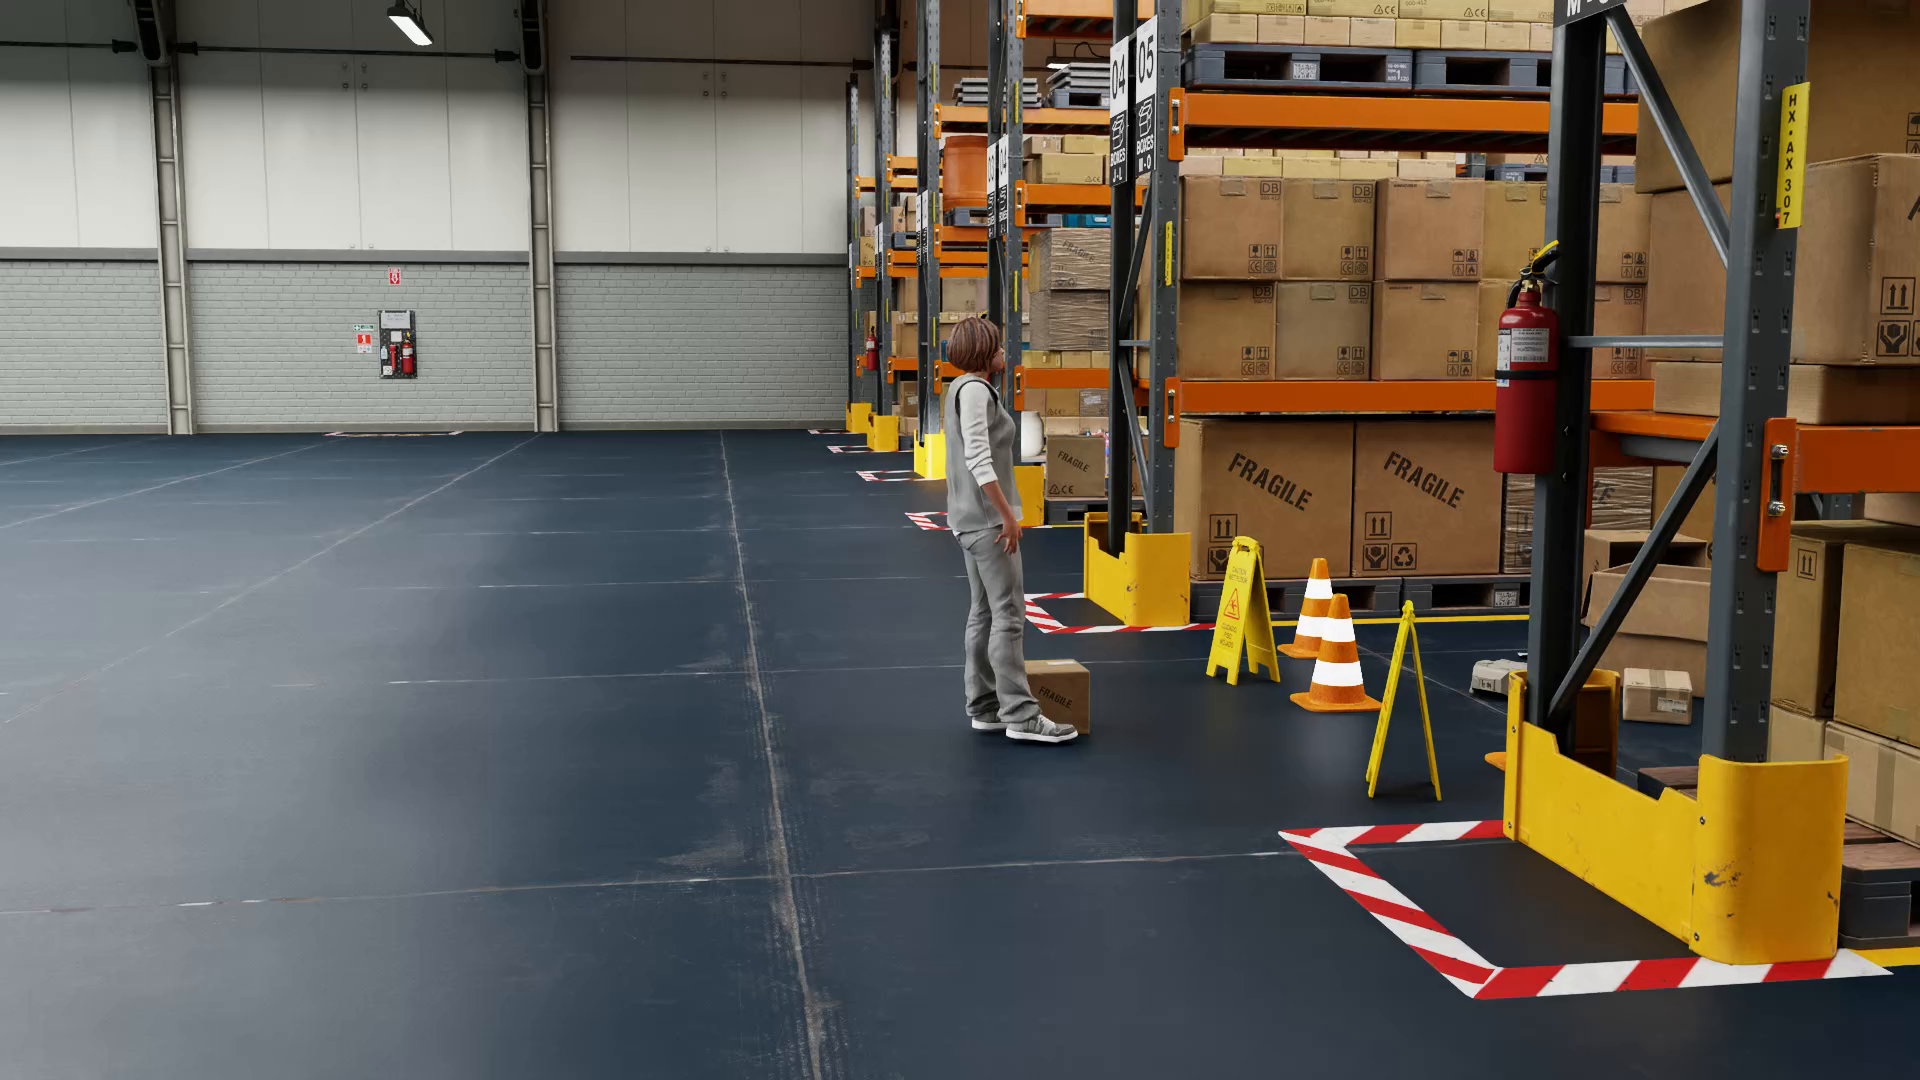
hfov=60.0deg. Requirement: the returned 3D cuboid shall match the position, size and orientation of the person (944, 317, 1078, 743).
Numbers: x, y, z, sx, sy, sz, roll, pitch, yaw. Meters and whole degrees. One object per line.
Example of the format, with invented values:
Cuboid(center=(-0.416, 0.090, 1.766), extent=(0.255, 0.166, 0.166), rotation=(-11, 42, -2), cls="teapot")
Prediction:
Cuboid(center=(0.179, -0.045, 6.384), extent=(0.472, 1.585, 0.520), rotation=(-1, 7, -9), cls="person")
